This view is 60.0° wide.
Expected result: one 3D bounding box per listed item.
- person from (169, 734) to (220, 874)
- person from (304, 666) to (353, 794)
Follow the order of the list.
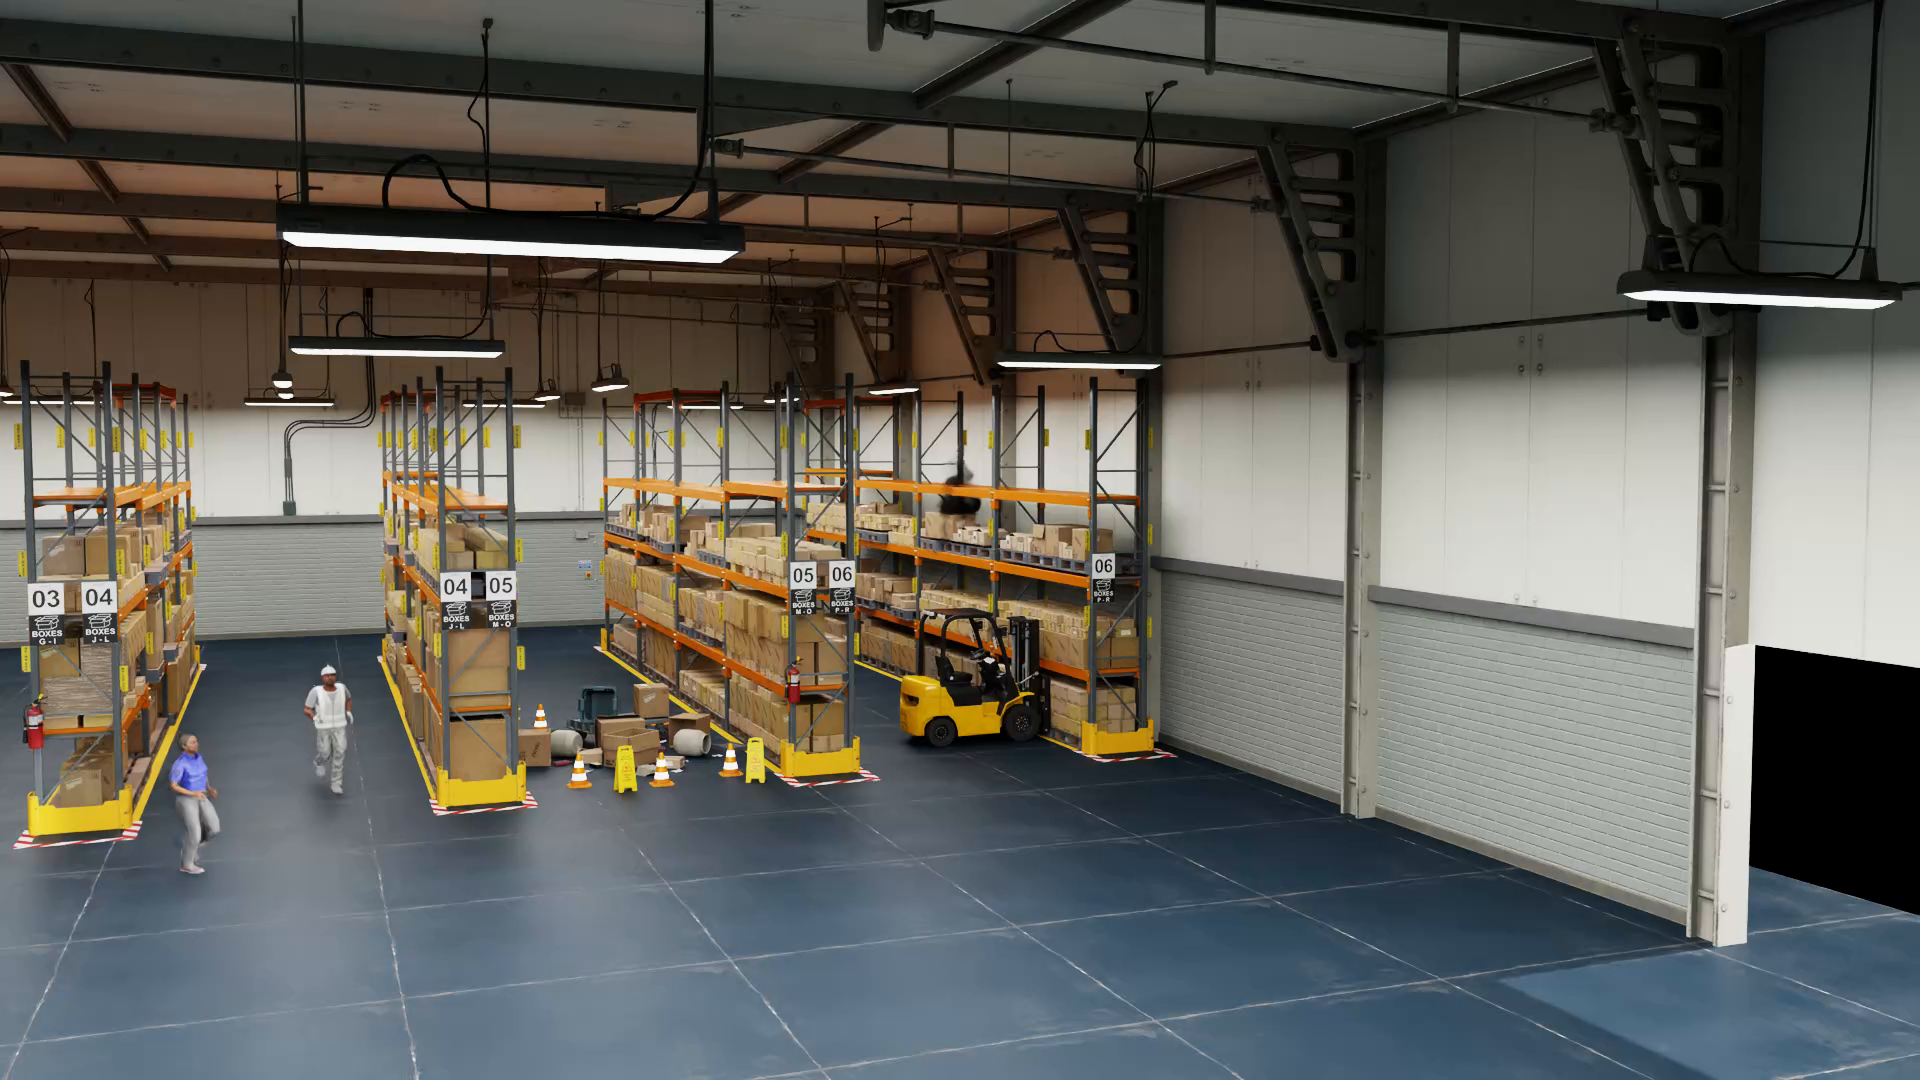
[{"bbox_3d":[-8.849,3.045,19.242,0.562,1.616,0.620,1,4,17],"label":"person"},{"bbox_3d":[-9.026,2.694,23.834,0.691,1.781,0.914,-2,4,-34],"label":"person"}]
